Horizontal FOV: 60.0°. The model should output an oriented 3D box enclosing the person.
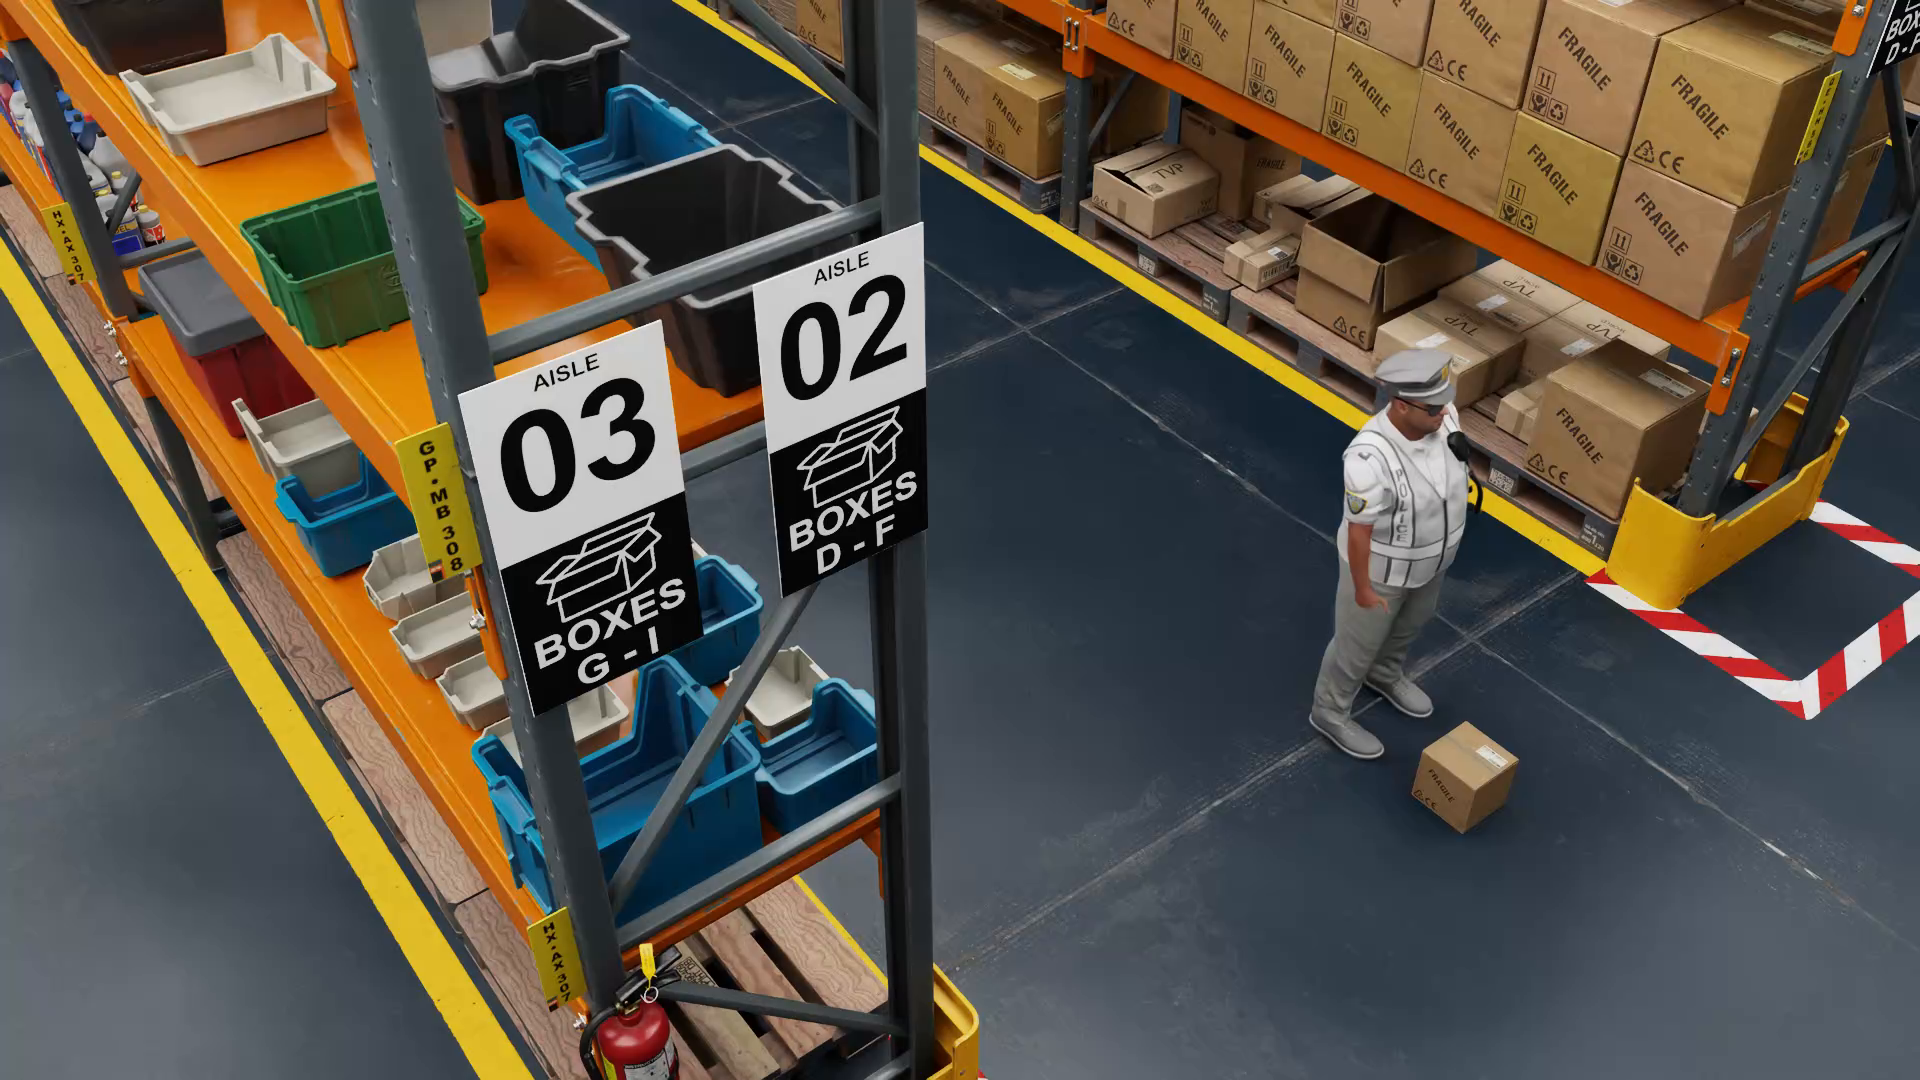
[{"bbox_3d":[1.603,0.050,6.074,0.596,1.776,0.396,-25,46,-27],"label":"person"}]
